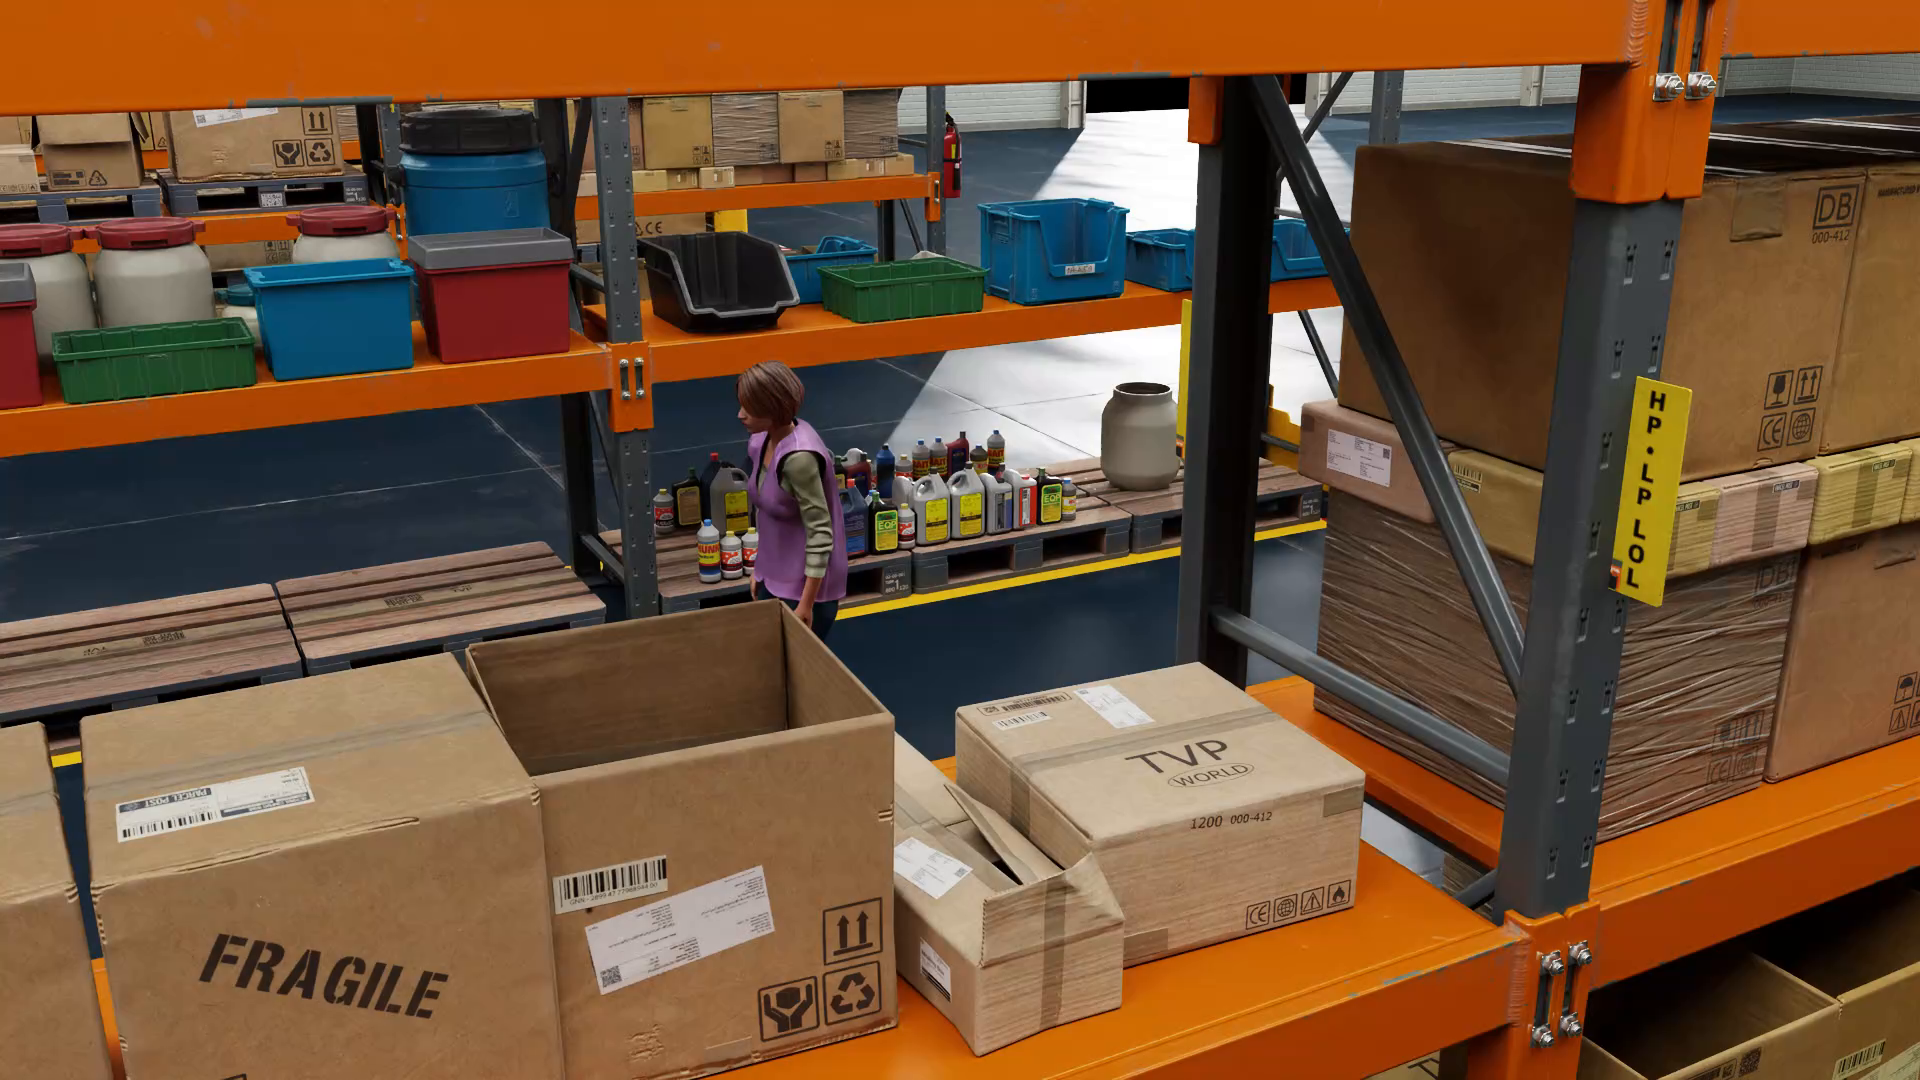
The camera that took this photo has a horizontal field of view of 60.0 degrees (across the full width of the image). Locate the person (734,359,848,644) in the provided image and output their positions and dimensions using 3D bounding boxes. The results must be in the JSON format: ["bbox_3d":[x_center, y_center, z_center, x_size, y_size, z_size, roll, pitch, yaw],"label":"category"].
[{"bbox_3d":[-0.563,0.174,5.567,0.343,1.592,0.461,-10,21,-26],"label":"person"}]
